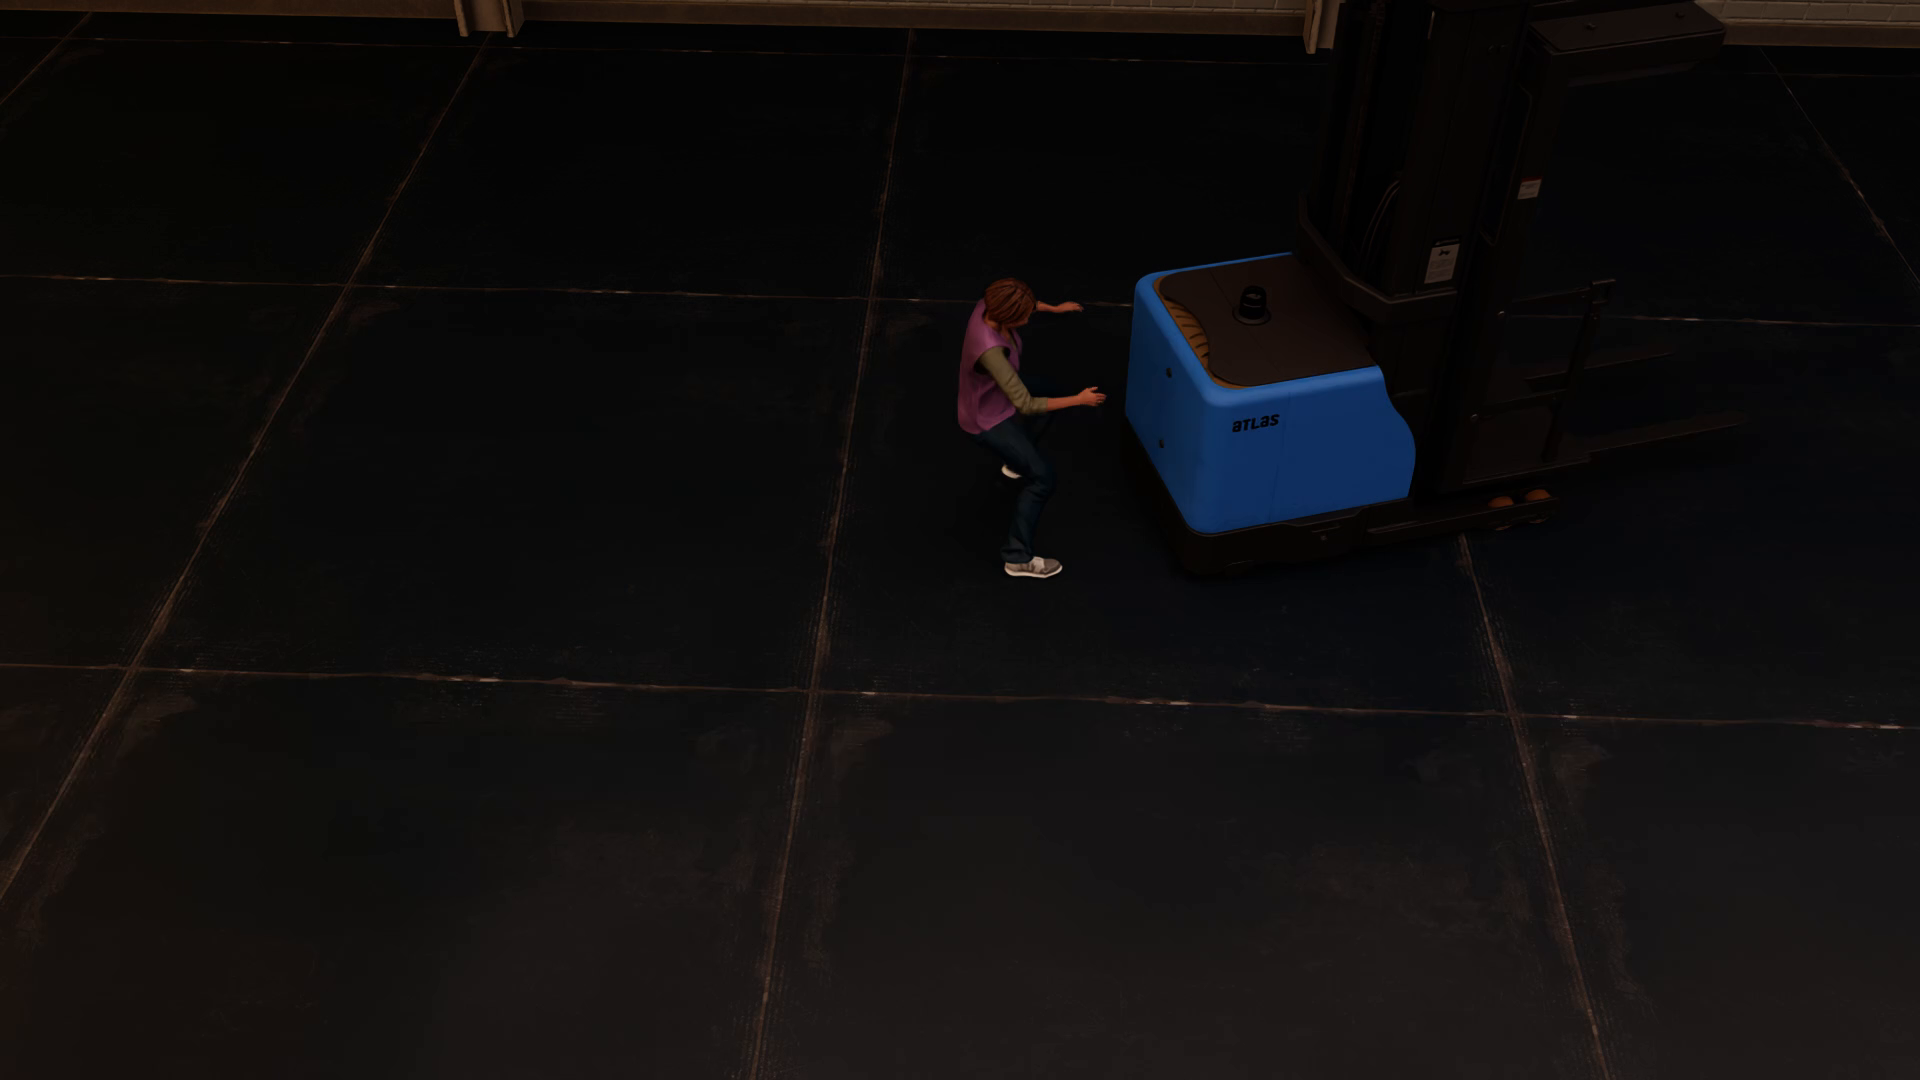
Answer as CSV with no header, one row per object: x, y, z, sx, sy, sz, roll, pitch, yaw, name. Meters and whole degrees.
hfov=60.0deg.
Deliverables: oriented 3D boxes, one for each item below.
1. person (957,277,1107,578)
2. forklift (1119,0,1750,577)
0.326,-0.627,7.568,0.674,1.389,0.878,4,43,4,person
2.368,-1.463,7.345,3.031,2.935,1.130,-10,43,-11,forklift
